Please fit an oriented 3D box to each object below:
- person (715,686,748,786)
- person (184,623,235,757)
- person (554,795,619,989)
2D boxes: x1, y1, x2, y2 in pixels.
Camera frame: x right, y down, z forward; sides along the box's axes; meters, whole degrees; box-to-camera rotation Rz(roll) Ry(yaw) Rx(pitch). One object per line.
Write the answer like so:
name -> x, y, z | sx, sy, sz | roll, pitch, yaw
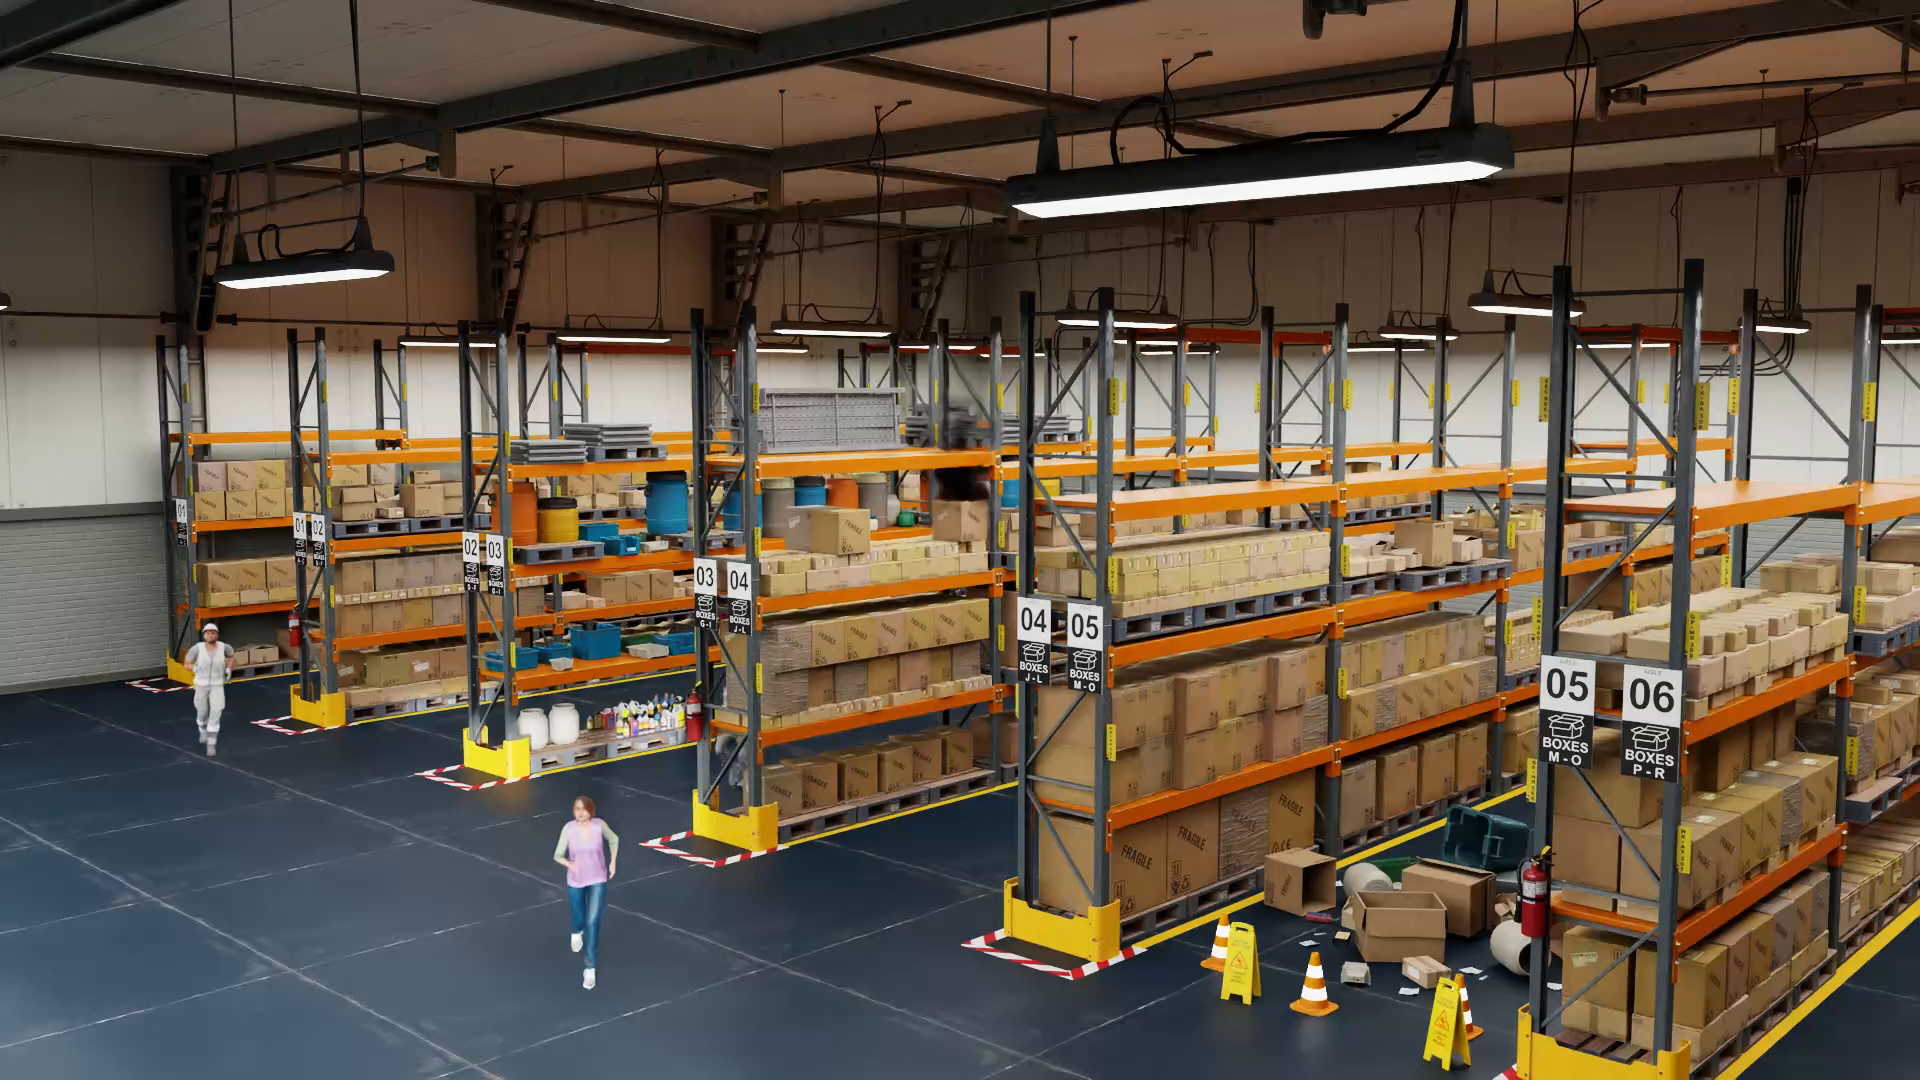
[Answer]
person -> -2.873, 2.338, 21.165 | 0.593, 1.655, 0.616 | 3, 6, 32
person -> -10.541, 2.070, 23.397 | 0.658, 1.814, 0.943 | -2, 6, -25
person -> -3.266, 3.005, 14.580 | 0.550, 1.603, 0.882 | -1, 5, -9
